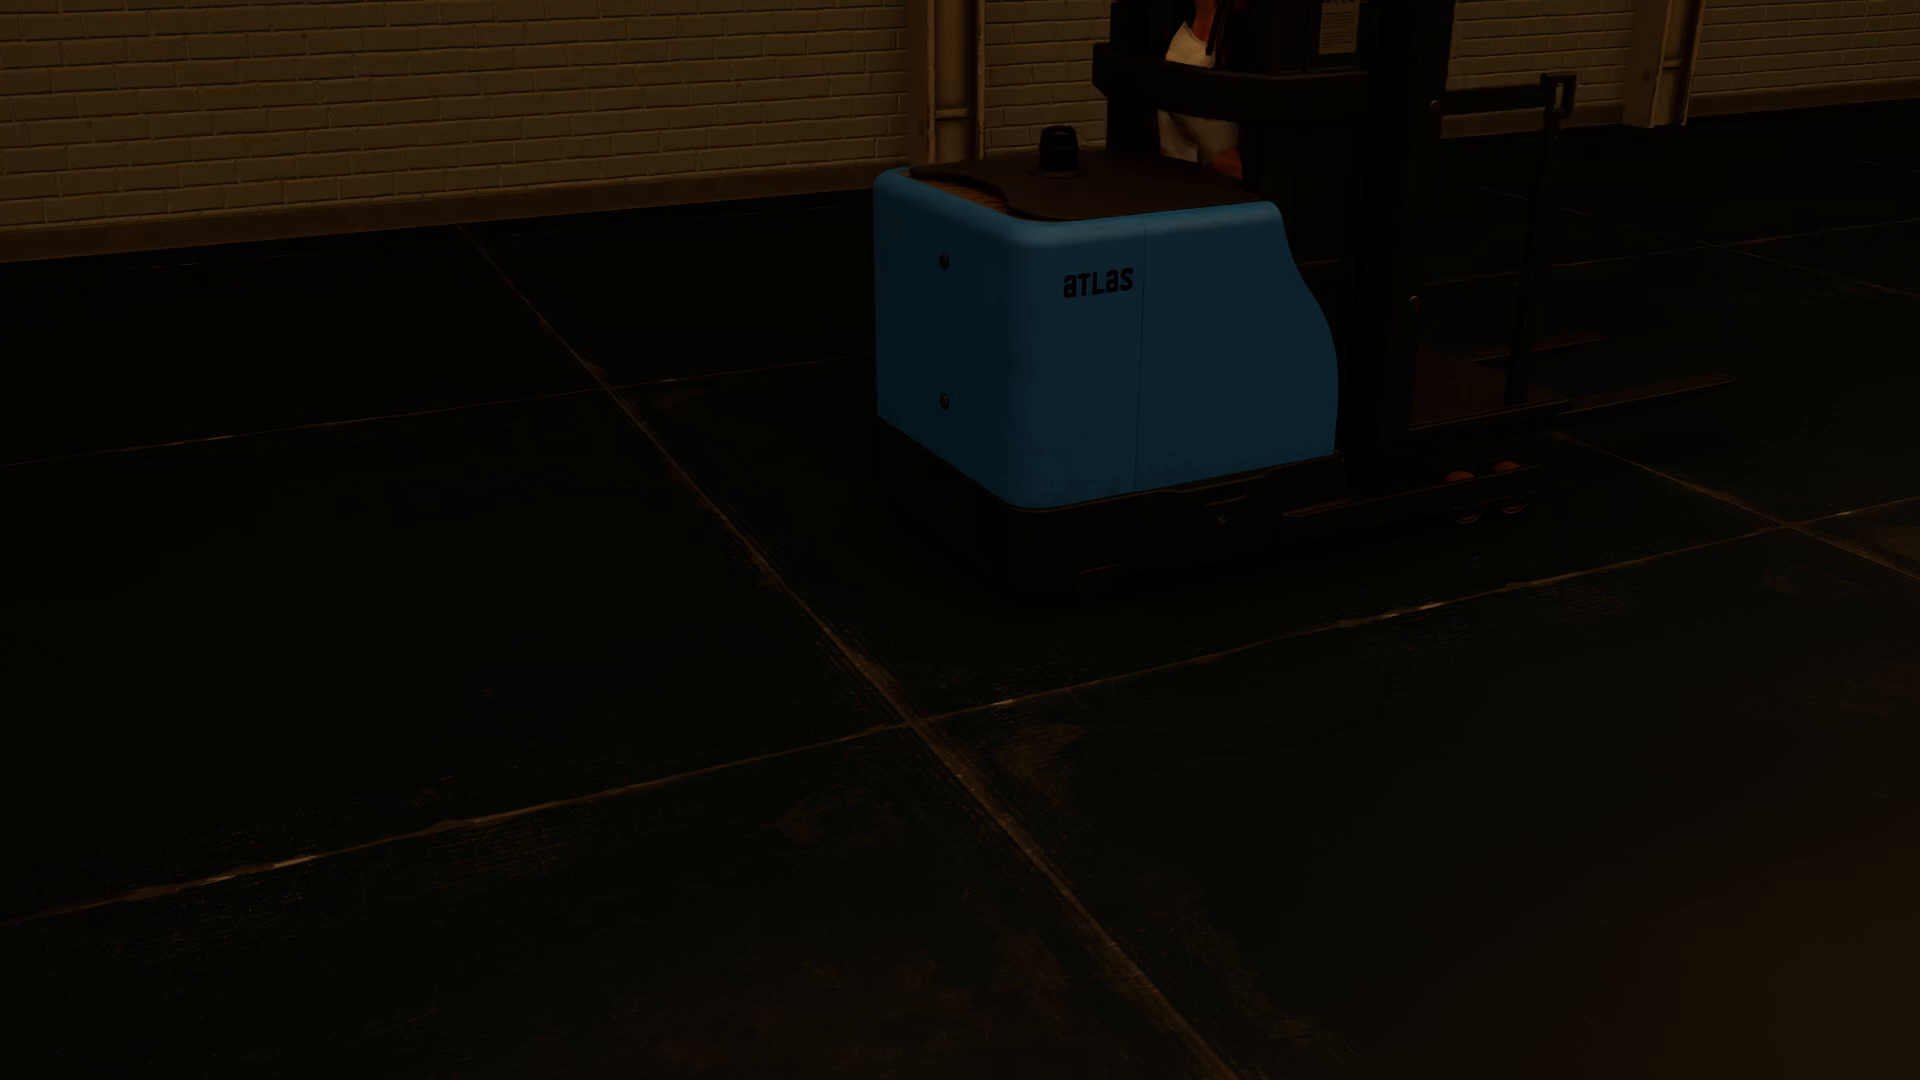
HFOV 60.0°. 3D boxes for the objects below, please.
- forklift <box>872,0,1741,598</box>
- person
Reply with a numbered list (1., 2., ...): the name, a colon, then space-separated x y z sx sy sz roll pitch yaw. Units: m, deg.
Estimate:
1. forklift: 1.274 -1.571 5.068 3.031 2.935 1.130 -11 25 -25
2. person: 0.927 -1.020 5.111 0.674 1.568 0.778 6 23 15
